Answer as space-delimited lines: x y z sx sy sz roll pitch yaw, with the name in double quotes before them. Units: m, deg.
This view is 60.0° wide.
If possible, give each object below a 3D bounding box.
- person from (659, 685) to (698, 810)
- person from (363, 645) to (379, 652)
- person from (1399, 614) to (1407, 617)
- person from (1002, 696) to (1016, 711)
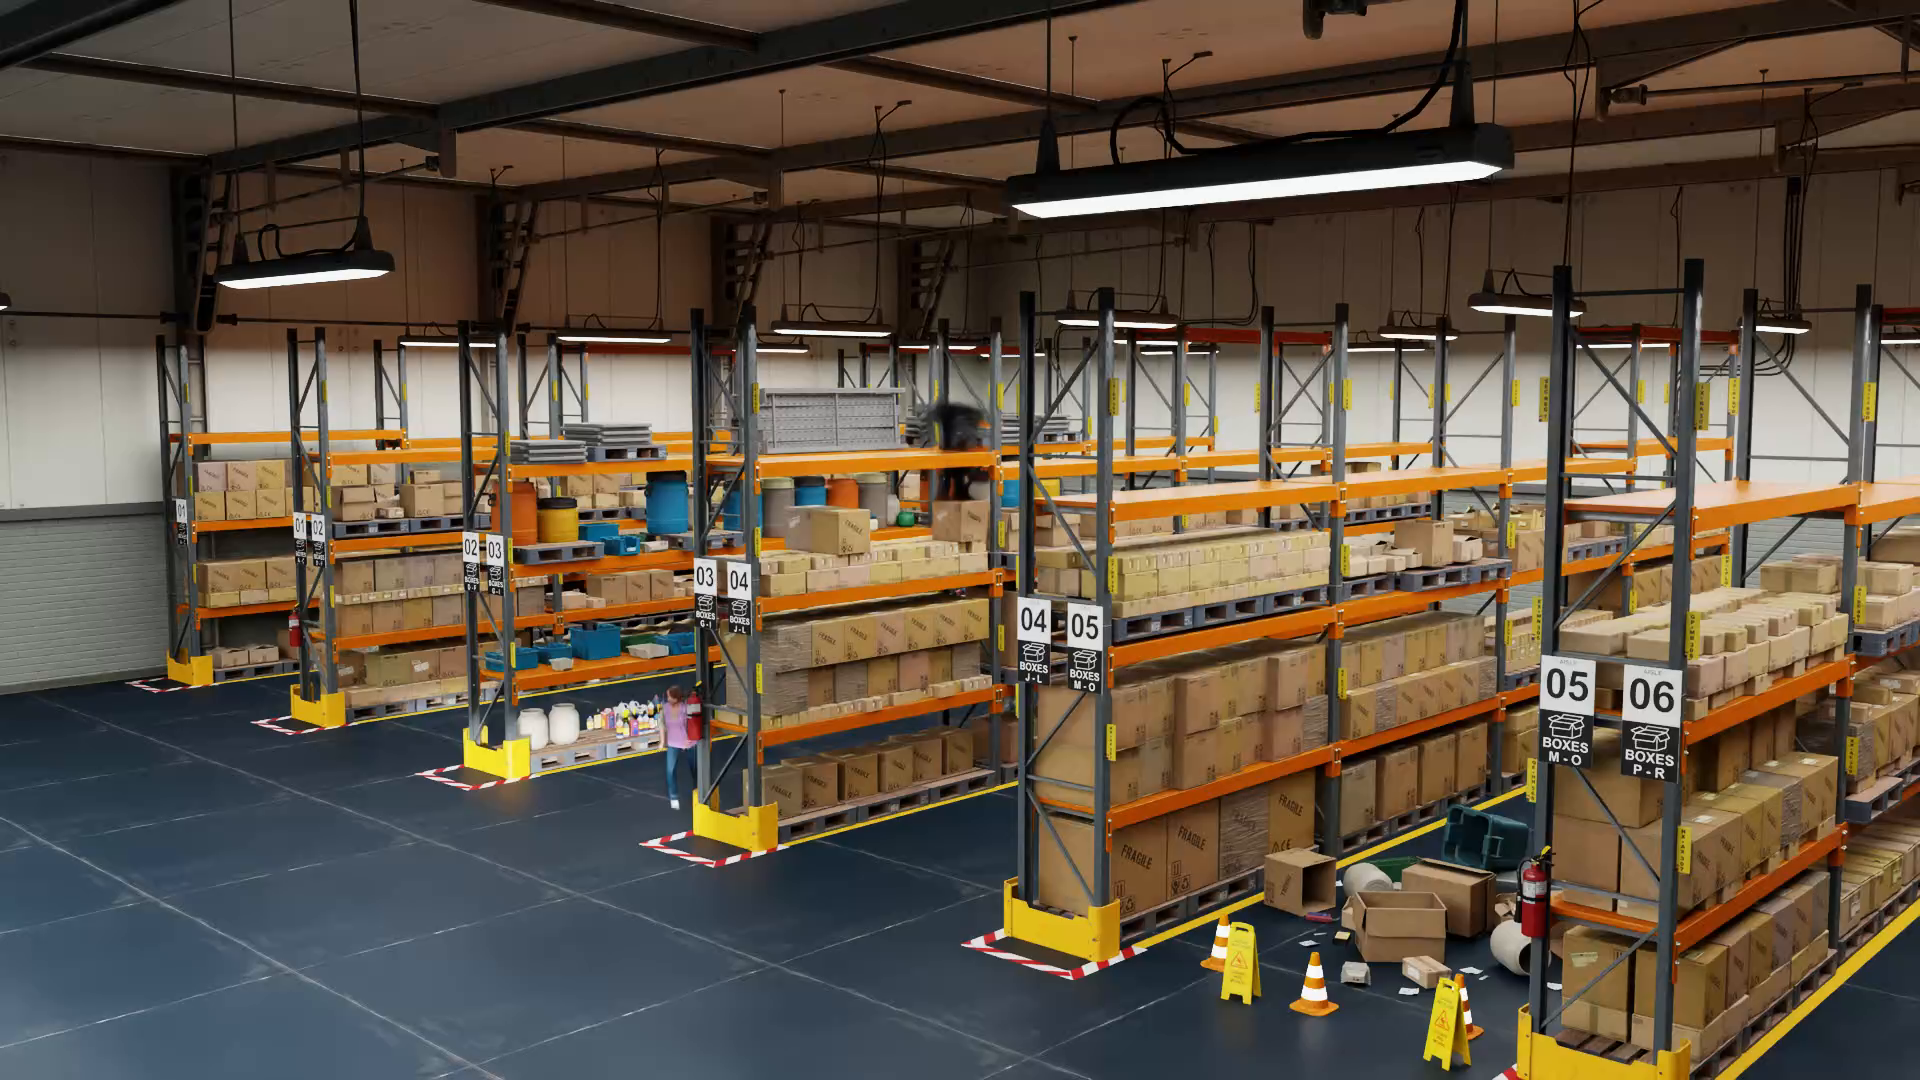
"person" -3.393 2.522 20.275 0.567 1.566 0.746 0 5 -3
"person" -10.370 1.579 29.064 0.619 1.740 0.874 0 5 -4
"person" 6.630 1.990 24.827 0.626 1.760 0.832 5 7 43
"person" 0.796 1.843 26.364 0.572 1.736 0.845 5 7 41
